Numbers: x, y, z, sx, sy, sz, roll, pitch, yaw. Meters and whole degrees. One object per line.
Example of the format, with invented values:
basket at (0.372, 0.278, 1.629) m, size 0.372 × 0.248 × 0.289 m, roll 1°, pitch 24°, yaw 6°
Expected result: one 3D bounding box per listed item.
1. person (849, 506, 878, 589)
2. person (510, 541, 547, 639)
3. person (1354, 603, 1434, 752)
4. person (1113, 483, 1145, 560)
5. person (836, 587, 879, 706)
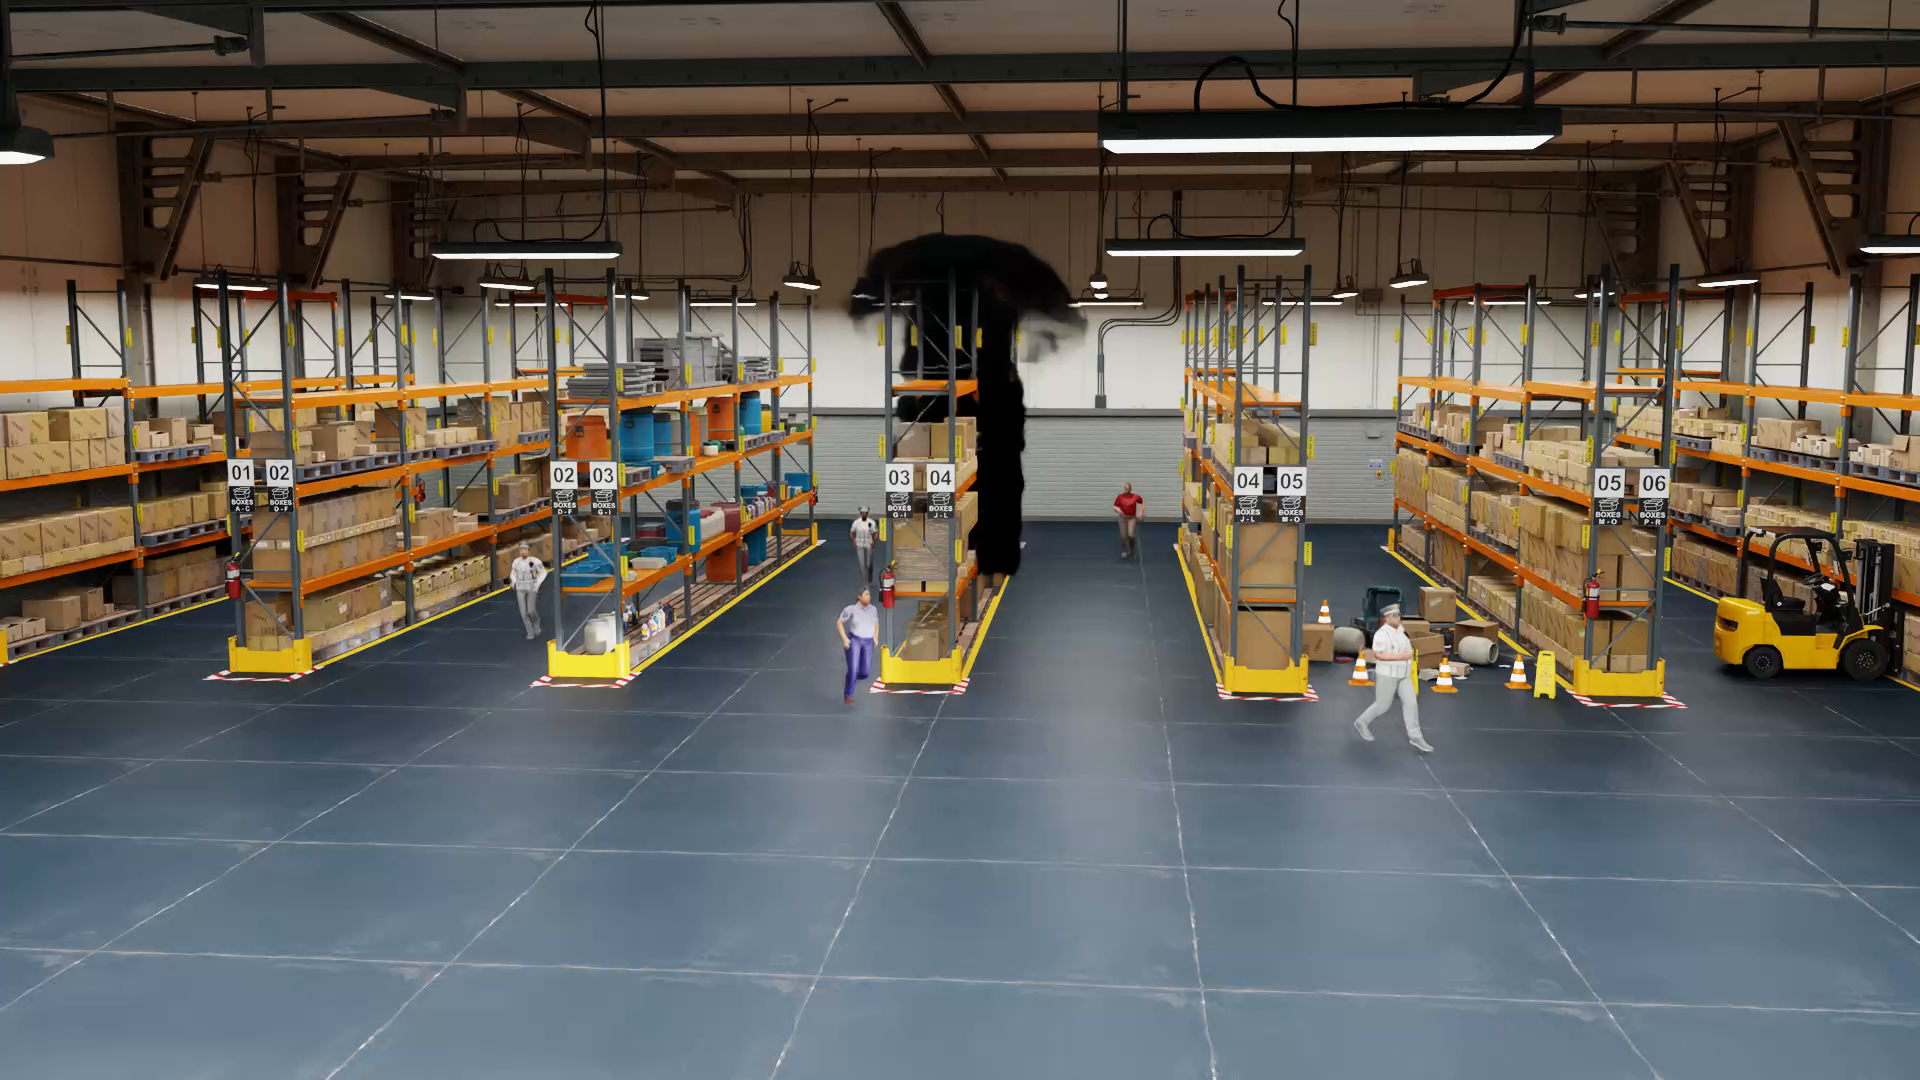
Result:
person at (-1.928, 0.129, 33.366) m, size 0.587 × 1.672 × 0.580 m, roll 0°, pitch 7°, yaw -2°
person at (-7.179, 0.837, 27.549) m, size 0.589 × 1.648 × 0.528 m, roll 0°, pitch 7°, yaw 3°
person at (5.324, 1.649, 20.328) m, size 0.671 × 1.761 × 1.036 m, roll -5°, pitch 9°, yaw -36°
person at (3.808, -0.394, 37.649) m, size 0.689 × 1.773 × 0.721 m, roll 1°, pitch 7°, yaw 11°
person at (-1.397, 1.446, 23.001) m, size 0.644 × 1.599 × 0.554 m, roll -4°, pitch 8°, yaw -28°
